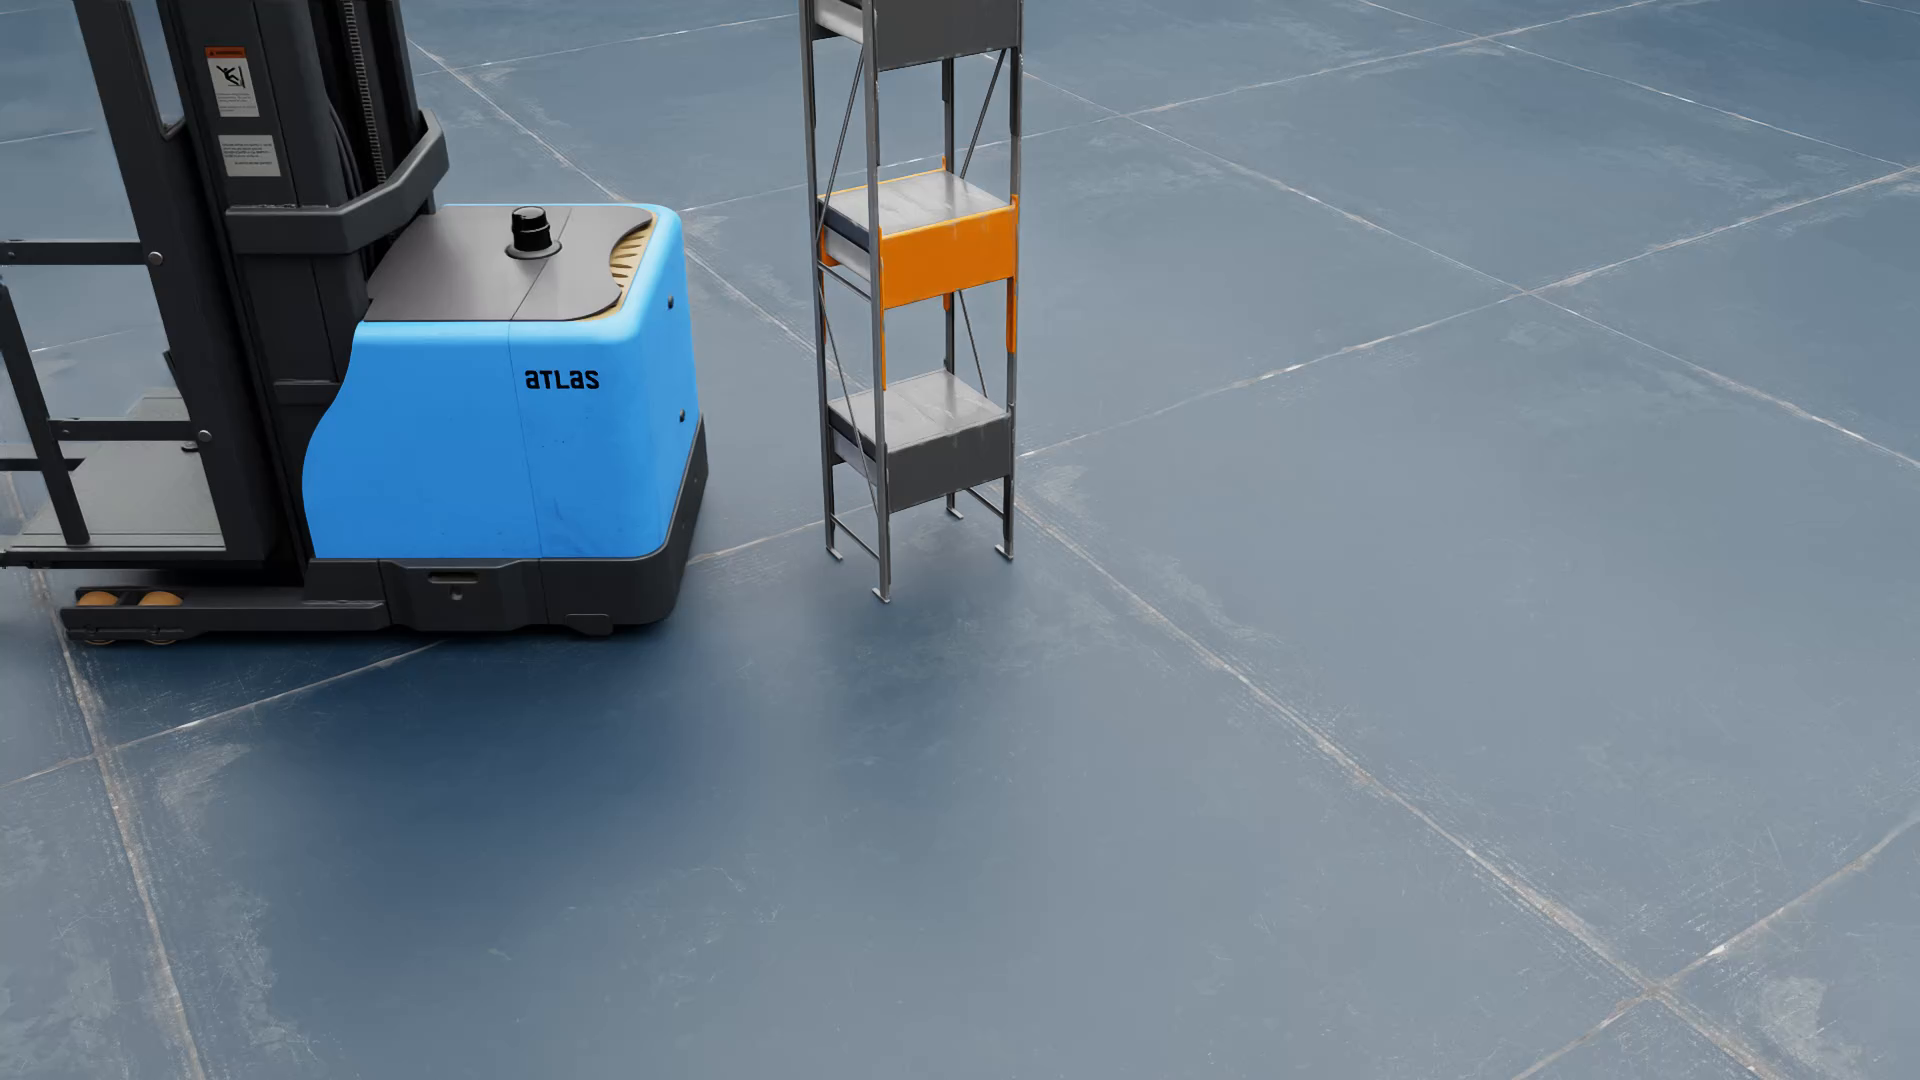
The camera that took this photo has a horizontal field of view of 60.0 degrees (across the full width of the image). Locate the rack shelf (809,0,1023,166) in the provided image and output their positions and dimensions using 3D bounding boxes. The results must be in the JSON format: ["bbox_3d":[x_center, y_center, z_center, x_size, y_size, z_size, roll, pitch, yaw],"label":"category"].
[{"bbox_3d":[-0.139,-1.421,4.748,0.480,0.518,0.431,-19,37,-27],"label":"rack shelf"}]

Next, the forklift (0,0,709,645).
[{"bbox_3d":[-2.421,-1.193,4.894,3.031,2.935,1.130,0,32,0],"label":"forklift"}]

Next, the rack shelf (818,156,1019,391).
[{"bbox_3d":[-0.139,-0.829,5.121,0.480,0.518,0.431,-19,37,-27],"label":"rack shelf"}]

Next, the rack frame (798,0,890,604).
[{"bbox_3d":[-0.344,-0.770,5.002,0.015,2.100,0.400,-19,37,-27],"label":"rack frame"}]

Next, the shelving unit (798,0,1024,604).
[{"bbox_3d":[-0.139,-0.840,5.114,0.503,2.100,0.431,-19,37,-27],"label":"shelving unit"}]

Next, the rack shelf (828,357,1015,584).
[{"bbox_3d":[-0.139,-0.237,5.495,0.480,0.518,0.431,-19,37,-27],"label":"rack shelf"}]

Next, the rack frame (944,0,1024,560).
[{"bbox_3d":[0.066,-0.911,5.226,0.015,2.100,0.400,-19,37,-27],"label":"rack frame"}]
